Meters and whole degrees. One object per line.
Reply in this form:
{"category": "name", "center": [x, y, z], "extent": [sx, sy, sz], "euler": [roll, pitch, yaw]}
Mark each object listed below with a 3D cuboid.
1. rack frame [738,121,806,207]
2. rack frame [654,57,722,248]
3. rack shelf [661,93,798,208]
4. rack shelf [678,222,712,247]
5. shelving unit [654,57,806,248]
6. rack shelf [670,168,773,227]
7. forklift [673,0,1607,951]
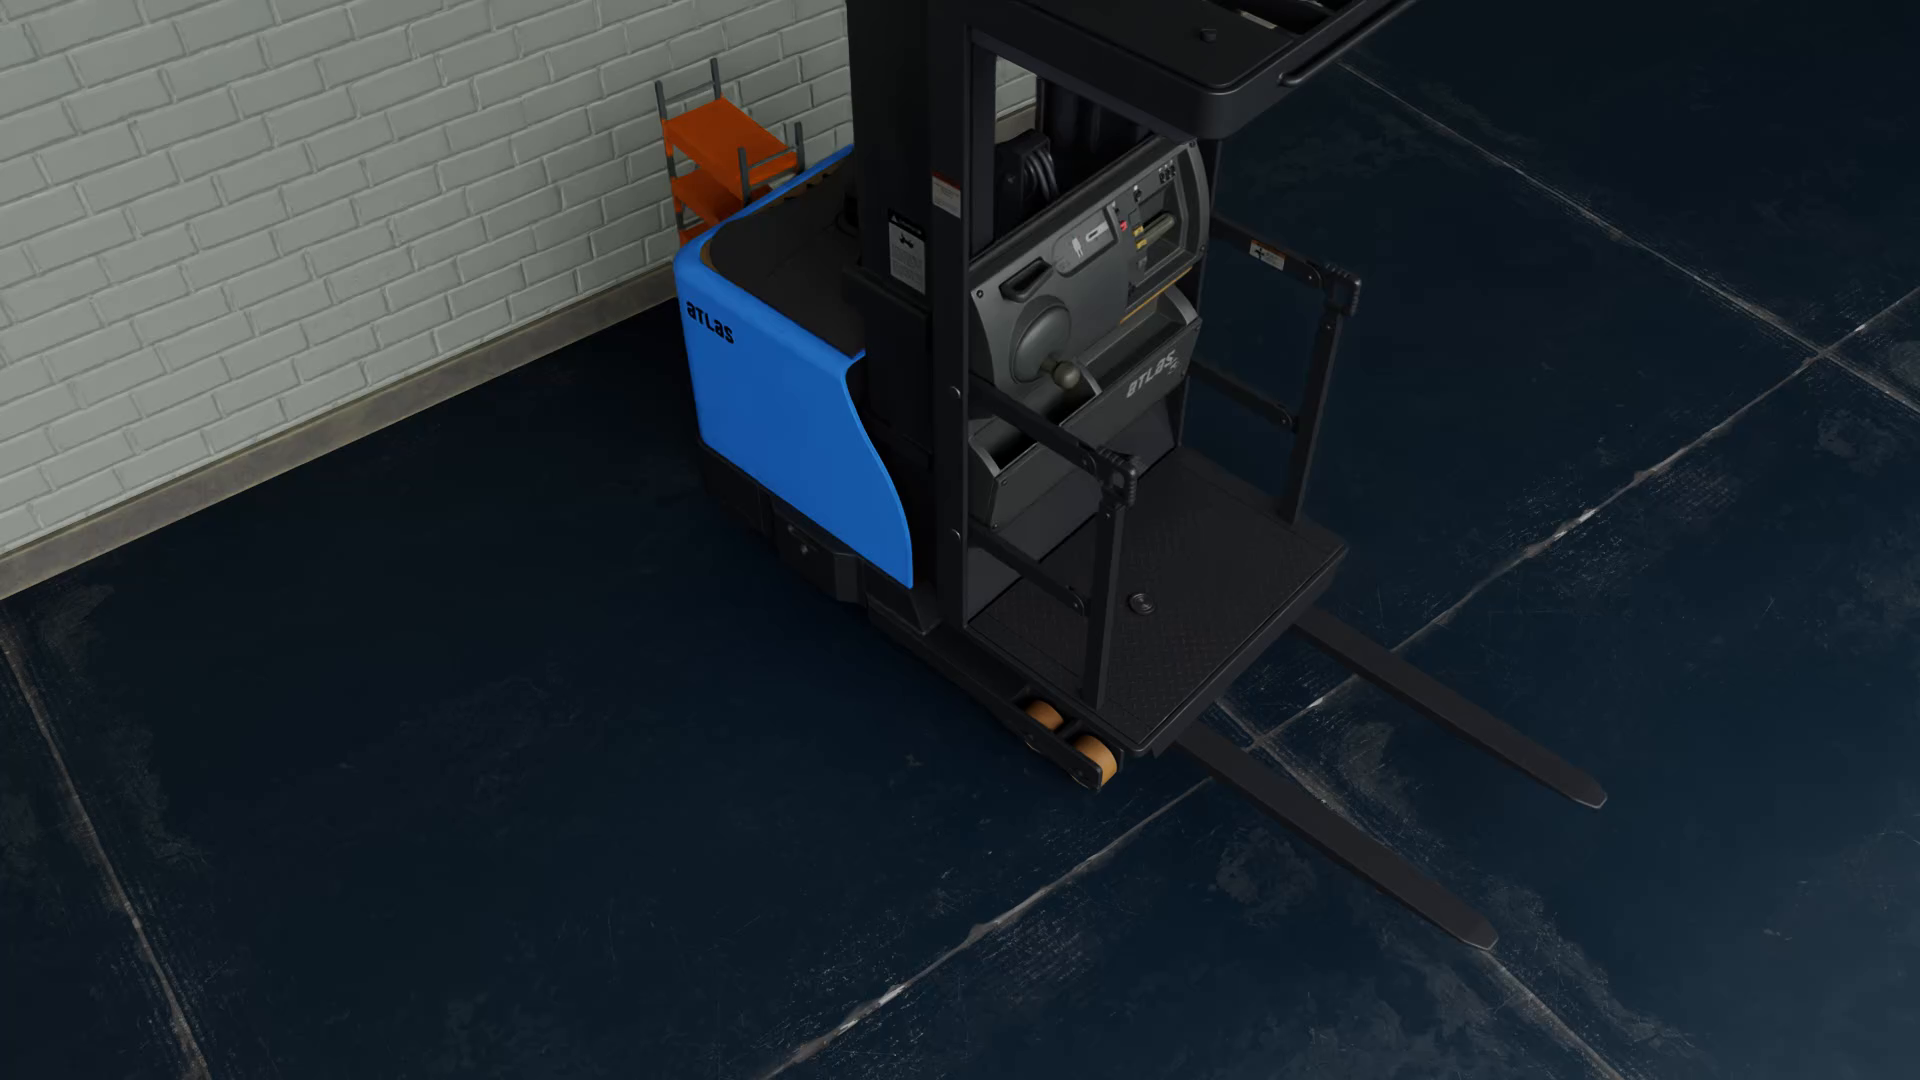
{"category": "rack frame", "center": [-0.604, -0.885, 5.742], "extent": [0.240, 1.200, 0.015], "euler": [-31, 55, -25]}
{"category": "rack frame", "center": [-0.913, -1.165, 5.996], "extent": [0.240, 1.200, 0.015], "euler": [-31, 55, -25]}
{"category": "rack shelf", "center": [-0.759, -1.289, 5.578], "extent": [0.258, 0.148, 0.480], "euler": [-31, 55, -25]}
{"category": "rack shelf", "center": [-0.759, -0.980, 5.919], "extent": [0.258, 0.148, 0.480], "euler": [-31, 55, -25]}
{"category": "shelving unit", "center": [-0.759, -1.025, 5.869], "extent": [0.258, 1.200, 0.503], "euler": [-31, 55, -25]}
{"category": "rack shelf", "center": [-0.759, -1.130, 5.753], "extent": [0.258, 0.148, 0.480], "euler": [-31, 55, -25]}
{"category": "forklift", "center": [0.523, -0.673, 4.382], "extent": [3.031, 2.935, 1.130], "euler": [34, 56, 27]}
